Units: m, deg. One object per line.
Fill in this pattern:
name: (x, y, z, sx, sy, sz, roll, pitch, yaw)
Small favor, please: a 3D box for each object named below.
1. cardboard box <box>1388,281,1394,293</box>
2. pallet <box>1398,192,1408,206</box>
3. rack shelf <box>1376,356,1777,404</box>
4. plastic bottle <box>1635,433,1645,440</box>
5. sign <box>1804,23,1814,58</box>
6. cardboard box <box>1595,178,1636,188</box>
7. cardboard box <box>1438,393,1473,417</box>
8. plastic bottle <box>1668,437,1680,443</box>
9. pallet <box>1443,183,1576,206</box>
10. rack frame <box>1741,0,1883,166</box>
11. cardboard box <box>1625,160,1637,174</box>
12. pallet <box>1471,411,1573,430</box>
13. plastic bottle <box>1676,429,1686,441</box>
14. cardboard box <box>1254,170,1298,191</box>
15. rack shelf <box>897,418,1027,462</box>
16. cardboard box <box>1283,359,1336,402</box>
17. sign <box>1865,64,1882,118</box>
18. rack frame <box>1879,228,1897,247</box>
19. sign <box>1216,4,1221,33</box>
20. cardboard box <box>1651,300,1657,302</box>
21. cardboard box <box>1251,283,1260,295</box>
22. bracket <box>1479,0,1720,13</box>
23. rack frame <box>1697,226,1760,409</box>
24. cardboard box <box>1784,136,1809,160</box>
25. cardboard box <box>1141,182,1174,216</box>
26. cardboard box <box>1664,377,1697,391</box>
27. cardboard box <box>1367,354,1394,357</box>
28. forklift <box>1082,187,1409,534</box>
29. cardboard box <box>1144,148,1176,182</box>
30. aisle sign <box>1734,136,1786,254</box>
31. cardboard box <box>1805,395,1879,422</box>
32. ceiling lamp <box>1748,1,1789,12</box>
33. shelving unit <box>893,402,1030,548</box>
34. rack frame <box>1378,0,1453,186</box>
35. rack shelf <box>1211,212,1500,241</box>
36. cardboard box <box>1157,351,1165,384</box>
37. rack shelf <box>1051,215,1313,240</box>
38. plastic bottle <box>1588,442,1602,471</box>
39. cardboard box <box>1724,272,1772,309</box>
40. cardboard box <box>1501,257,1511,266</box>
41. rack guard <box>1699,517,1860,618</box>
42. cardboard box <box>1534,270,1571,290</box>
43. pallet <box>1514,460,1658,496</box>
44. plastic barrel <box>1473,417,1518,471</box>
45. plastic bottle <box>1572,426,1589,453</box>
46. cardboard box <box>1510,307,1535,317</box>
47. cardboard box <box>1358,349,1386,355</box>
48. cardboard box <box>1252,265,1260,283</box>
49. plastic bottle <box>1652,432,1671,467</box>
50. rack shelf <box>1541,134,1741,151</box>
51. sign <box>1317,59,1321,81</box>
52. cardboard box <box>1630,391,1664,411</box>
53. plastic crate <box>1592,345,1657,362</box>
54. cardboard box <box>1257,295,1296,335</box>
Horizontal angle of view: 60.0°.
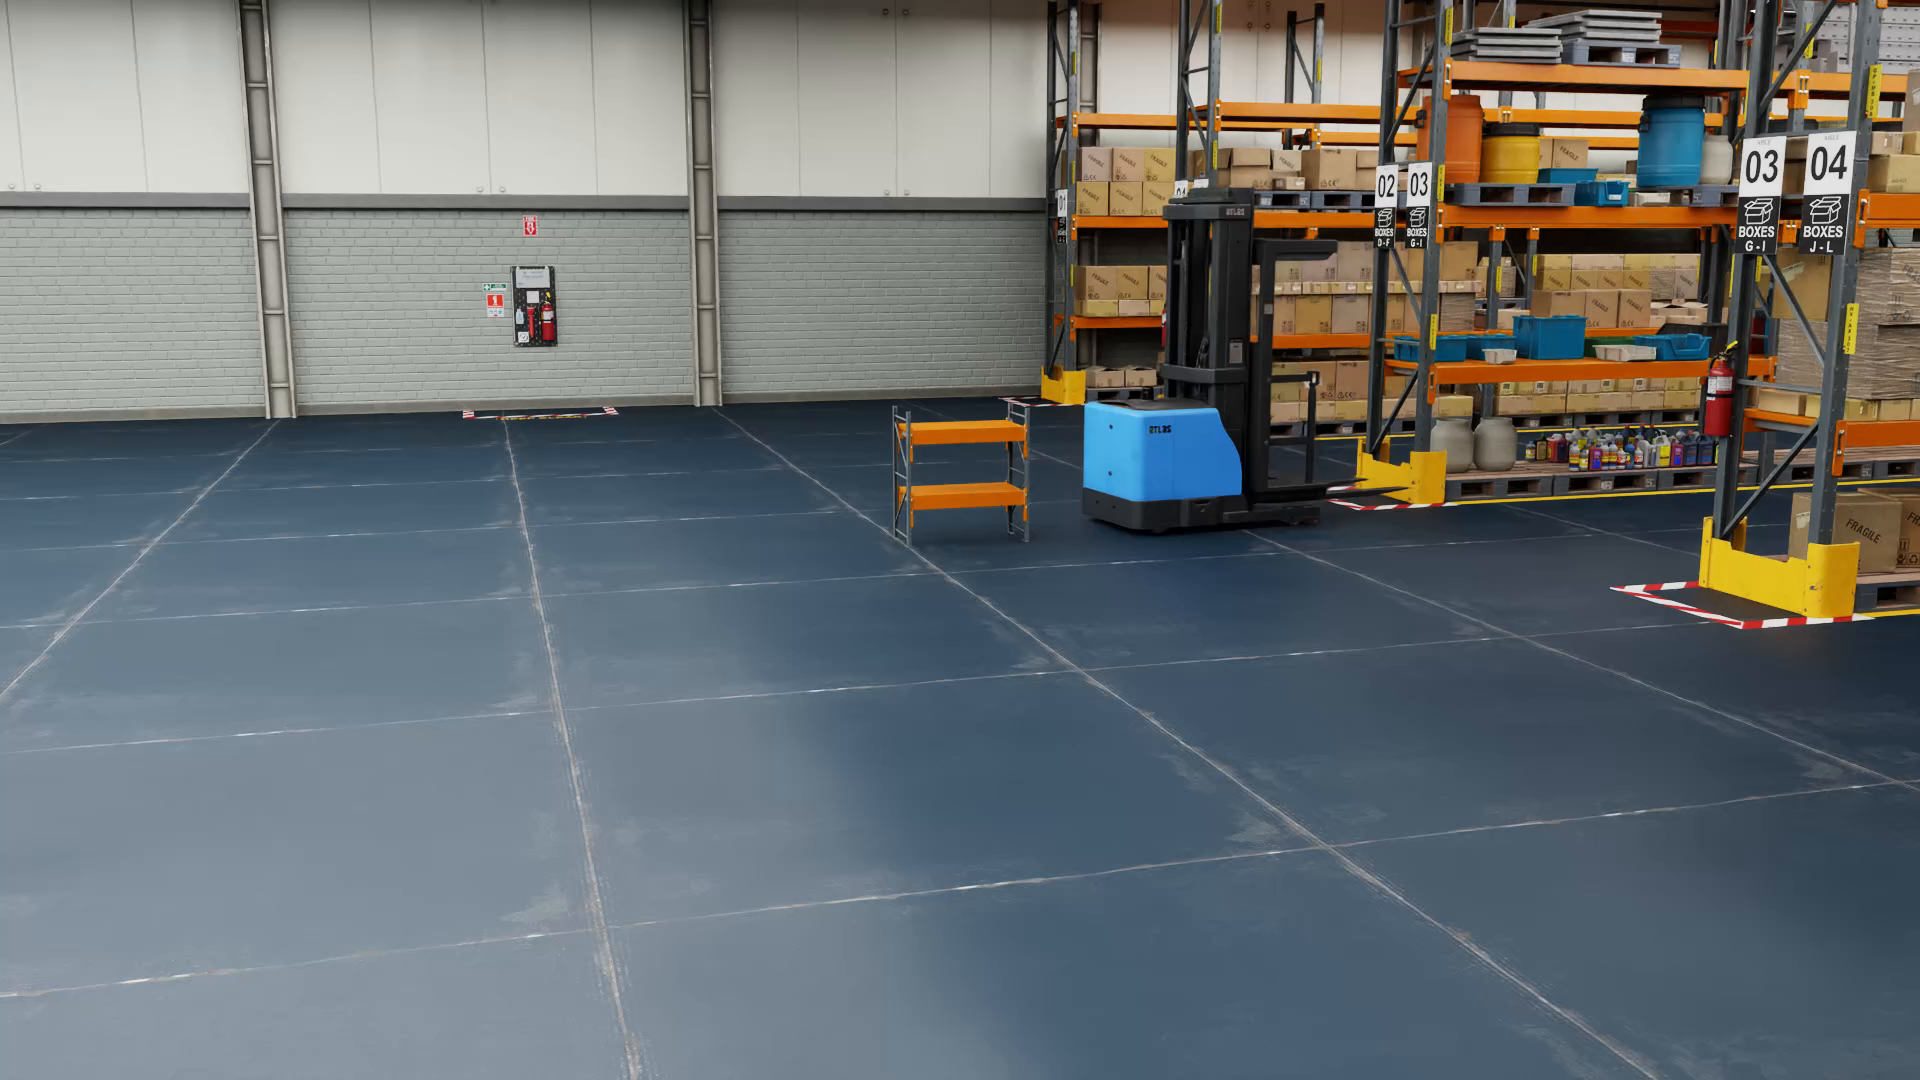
cardboard box: (5.330, -3.229, 21.234, 0.250, 0.149, 0.380, -3, 11, -14)
pallet: (5.939, -4.360, 21.404, 1.213, 0.211, 1.003, -3, 11, -16)
rack shelf: (6.211, -1.660, 16.763, 4.000, 0.370, 1.077, -3, 11, -16)
plastic bottle: (7.135, -0.992, 17.471, 0.097, 0.271, 0.097, 0, 10, 0)
sign: (8.275, -4.866, 16.201, 0.005, 0.325, 0.100, -3, 11, -16)
cardboard box: (8.603, -4.670, 22.098, 0.500, 0.250, 0.500, -4, 11, -21)
cardboard box: (6.366, -1.769, 21.803, 0.500, 0.250, 0.500, -3, 11, -16)
plastic bottle: (7.344, -0.923, 17.086, 0.135, 0.276, 0.152, -3, 11, -16)
pallet: (5.113, -3.319, 16.029, 1.213, 0.211, 1.003, -3, 11, -16)
rack frame: (5.675, -4.002, 10.928, 0.127, 3.000, 1.000, -3, 11, -16)
cardboard box: (11.636, -6.299, 28.130, 0.500, 0.250, 0.500, -3, 11, -18)
pallet: (7.447, -1.649, 22.418, 1.213, 0.211, 1.003, -3, 11, -16)
plastic bottle: (7.703, -1.049, 17.781, 0.097, 0.271, 0.097, 0, 10, 0)
cardboard box: (3.942, -4.554, 21.083, 0.500, 0.250, 0.500, -3, 11, -16)
rack shelf: (0.006, -0.841, 13.894, 1.000, 0.278, 0.538, -3, 11, -16)
cardboard box: (4.443, -2.038, 21.196, 0.500, 0.500, 0.500, -3, 11, -16)
sign: (5.827, -2.862, 10.608, 0.005, 0.325, 0.100, -3, 11, -16)
rack frame: (16.884, -4.444, 29.901, 0.127, 3.000, 1.000, -3, 11, -16)
sign: (3.059, -6.164, 19.659, 0.005, 0.325, 0.100, -3, 11, -16)
cardboard box: (11.566, -4.005, 28.155, 0.250, 0.149, 0.380, -3, 11, -18)
cardboard box: (3.600, -3.138, 20.738, 0.250, 0.149, 0.380, -3, 11, -17)
bracket: (10.685, -8.934, 27.780, 4.783, 0.066, 0.076, -3, 11, -16)
rack frame: (10.591, -3.178, 23.026, 0.127, 3.000, 1.000, -3, 11, -16)
cardboard box: (5.855, -2.717, 11.548, 0.250, 0.149, 0.380, -3, 11, -16)
cardboard box: (2.936, -5.190, 25.337, 0.500, 0.500, 0.500, -2, 11, -13)
cardboard box: (9.660, -2.212, 22.660, 0.500, 0.311, 0.500, -3, 11, -17)
cardboard box: (5.740, -2.203, 22.092, 0.500, 0.500, 0.500, -3, 11, -16)
forklift: (2.659, -1.650, 14.914, 3.031, 2.935, 1.130, -5, 11, -24)
cardboard box: (2.944, -5.682, 25.248, 0.500, 0.500, 0.500, -3, 11, -14)
aisle sign: (5.532, -2.379, 11.502, 0.004, 0.787, 0.394, -3, 11, -16)
cardboard box: (6.016, -0.901, 11.347, 0.250, 0.149, 0.380, -3, 11, -16)
ceiling lamp: (13.027, -9.533, 24.851, 2.000, 3.185, 0.800, -3, 11, -16)
shelving unit: (0.006, -0.554, 13.947, 1.048, 1.125, 0.538, -3, 11, -16)
rack frame: (4.291, -4.863, 15.605, 0.127, 3.000, 1.000, -3, 11, -16)
rack shelf: (4.830, -3.996, 21.170, 4.000, 0.370, 1.077, -3, 11, -16)
cardboard box: (3.477, -2.698, 26.106, 0.500, 0.500, 0.700, -4, 11, -20)
rack shelf: (3.442, -4.857, 25.847, 4.000, 0.370, 1.077, -3, 11, -16)
plastic bottle: (6.341, -0.838, 16.603, 0.133, 0.283, 0.061, -3, 11, -15)
cardboard box: (11.164, -3.485, 23.258, 0.500, 0.500, 0.700, -7, 13, -35)
cardboard box: (8.880, -4.601, 27.472, 0.250, 0.149, 0.380, -5, 11, -23)
rack guard: (5.748, 0.174, 11.718, 0.348, 0.500, 1.175, -3, 11, -16)
cardboard box: (9.741, -4.225, 27.556, 0.500, 0.500, 0.500, -3, 11, -14)
pallet: (6.301, -0.654, 17.016, 1.213, 0.211, 1.003, -3, 11, -16)
plastic barrel: (5.383, -0.967, 16.726, 0.421, 0.512, 0.421, 0, 10, 0)
plastic bottle: (6.472, -1.019, 17.398, 0.185, 0.351, 0.144, -3, 11, -14)
cardboard box: (7.543, -2.986, 22.353, 0.258, 0.266, 0.396, -3, 11, -17)
cardboard box: (6.547, -2.899, 27.197, 0.500, 0.500, 0.700, -3, 11, -17)
cardboard box: (3.413, -3.485, 20.831, 0.500, 0.500, 0.700, -3, 11, -16)
plastic bottle: (7.099, -0.919, 16.857, 0.185, 0.351, 0.144, -3, 11, -16)
rack shelf: (11.123, -6.540, 27.810, 4.000, 0.370, 1.077, -3, 11, -16)
sign: (5.496, -7.190, 25.450, 0.005, 0.325, 0.100, -3, 11, -16)
cardboard box: (9.177, -1.912, 22.581, 0.500, 0.250, 0.500, -3, 11, -15)
plastic crate: (6.643, -1.859, 16.586, 0.437, 0.136, 0.530, -3, 11, -16)
cardboard box: (3.865, -2.871, 21.083, 0.500, 0.500, 0.700, -3, 11, -14)
